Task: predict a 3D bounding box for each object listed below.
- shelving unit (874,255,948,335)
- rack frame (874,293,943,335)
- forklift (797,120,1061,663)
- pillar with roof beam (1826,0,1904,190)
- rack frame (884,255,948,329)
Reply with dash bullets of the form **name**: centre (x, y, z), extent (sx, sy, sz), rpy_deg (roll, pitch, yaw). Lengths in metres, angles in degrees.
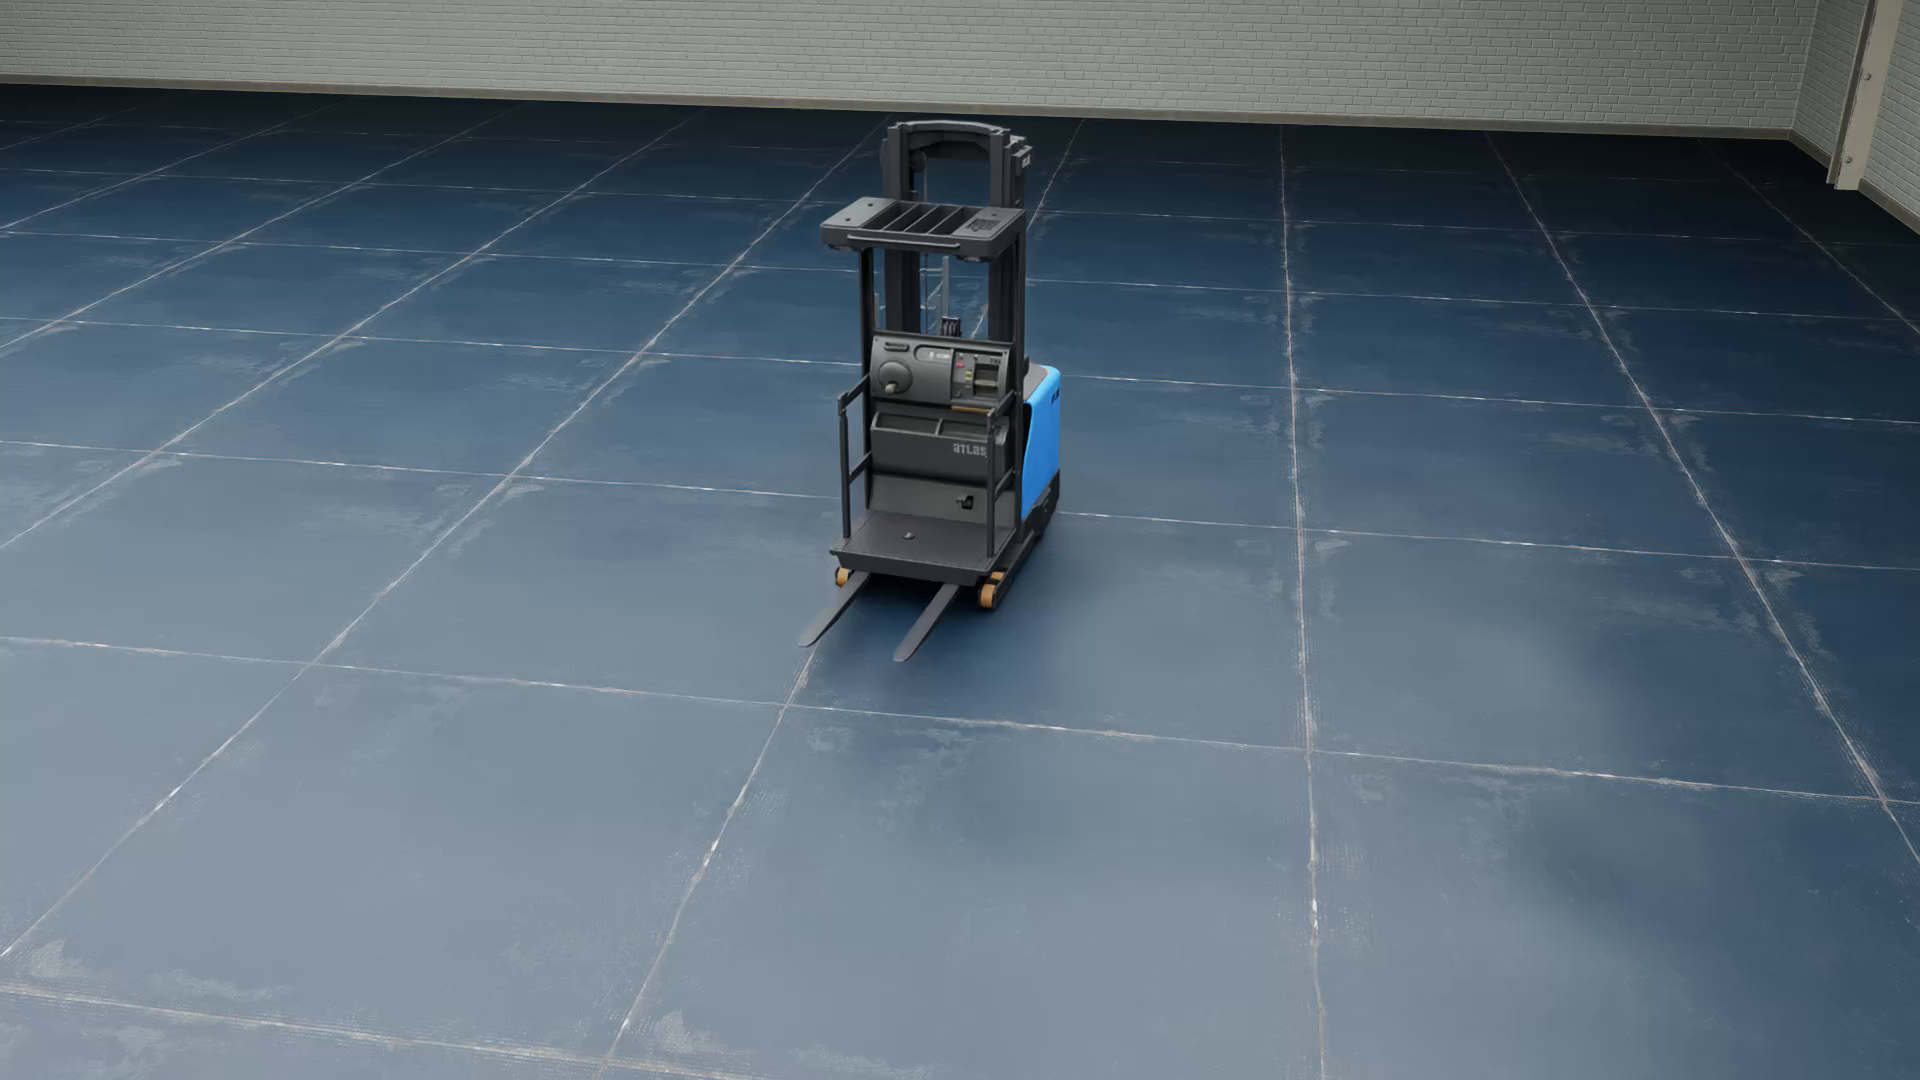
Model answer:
- **shelving unit**: centre (-0.361, -1.320, 12.844), extent (0.587, 1.500, 1.083), rpy_deg (1, 25, 2)
- **rack frame**: centre (-0.377, -1.108, 12.392), extent (0.500, 1.500, 0.032), rpy_deg (1, 25, 2)
- **forklift**: centre (-0.196, -1.065, 10.613), extent (1.130, 2.935, 3.031), rpy_deg (8, 26, 16)
- **pillar with roof beam**: centre (7.237, -8.976, 20.355), extent (9.100, 9.000, 0.400), rpy_deg (4, 25, 9)
- **rack frame**: centre (-0.344, -1.539, 13.313), extent (0.500, 1.500, 0.032), rpy_deg (1, 25, 2)
